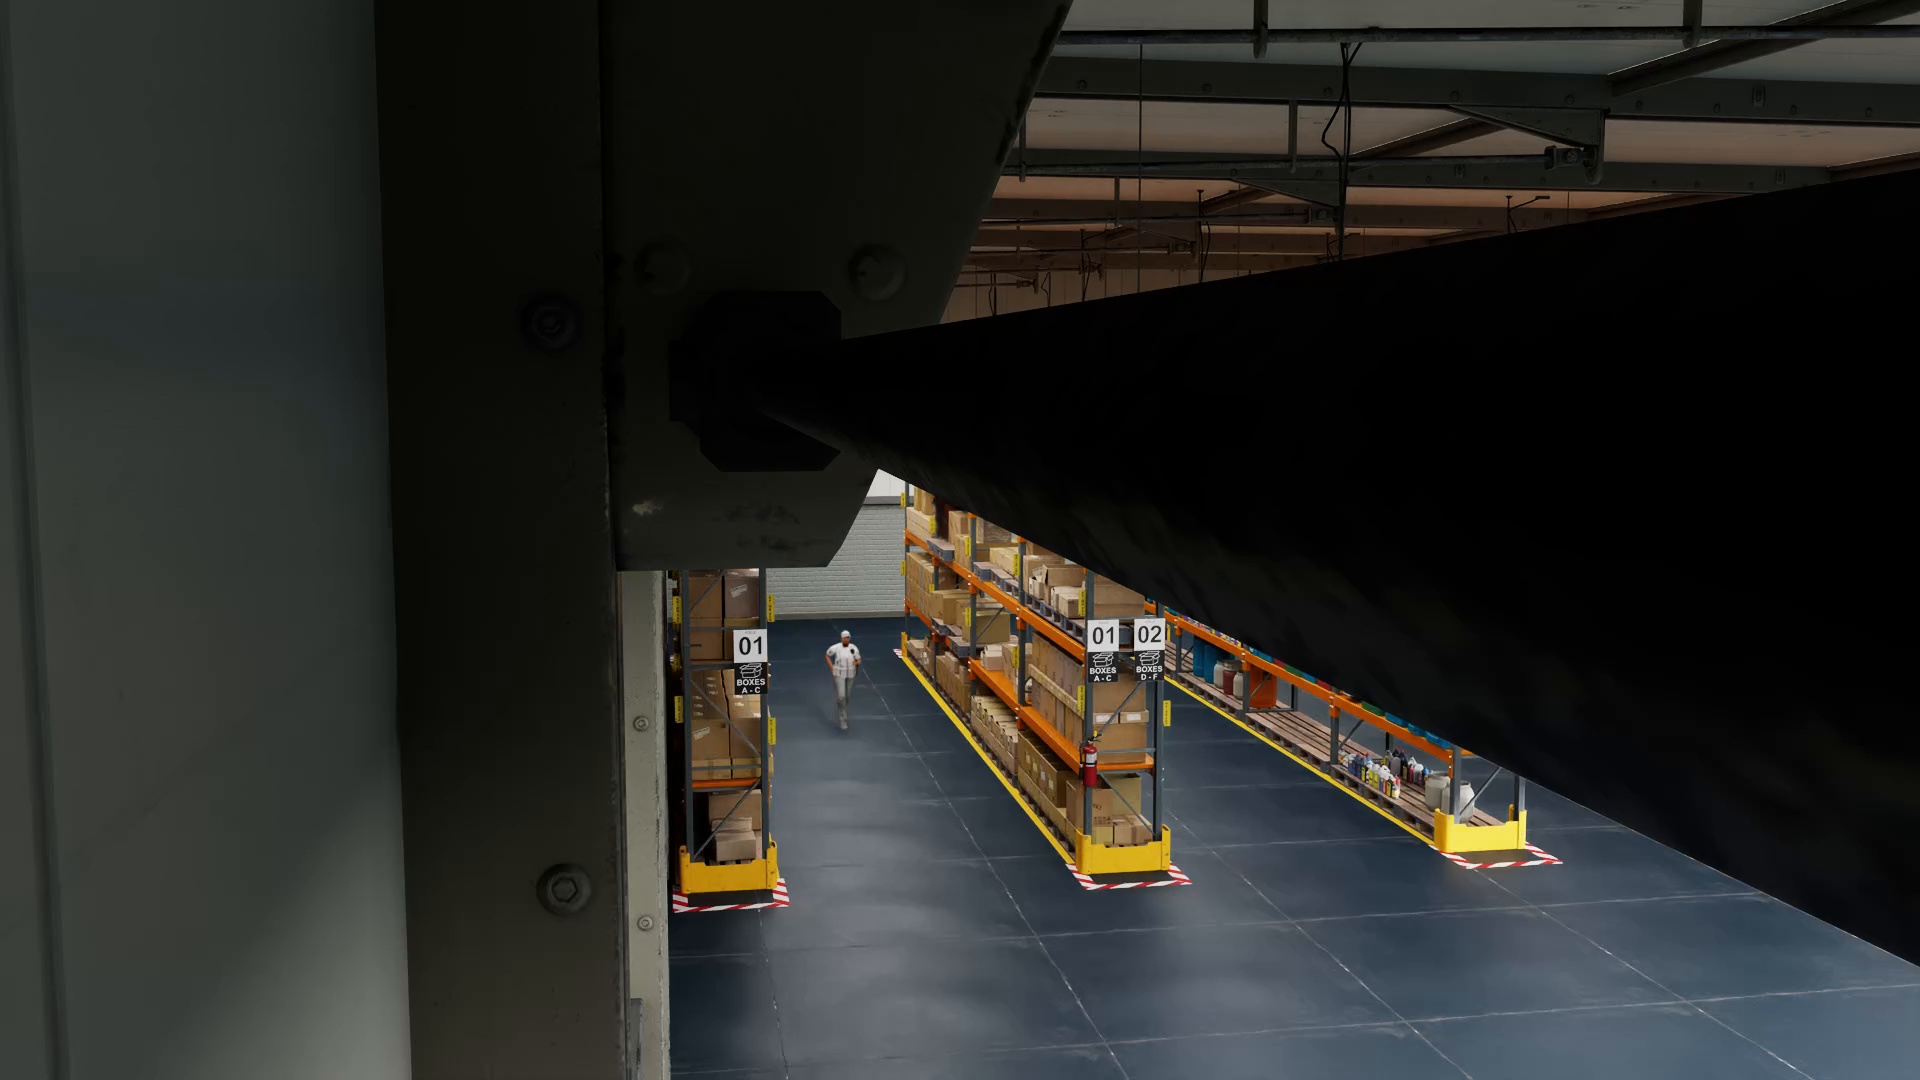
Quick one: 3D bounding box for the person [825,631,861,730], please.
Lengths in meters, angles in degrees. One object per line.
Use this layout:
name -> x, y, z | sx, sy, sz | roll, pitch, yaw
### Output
person -> -2.043, 2.454, 29.478 | 0.593, 1.724, 0.796 | -2, 6, -22
